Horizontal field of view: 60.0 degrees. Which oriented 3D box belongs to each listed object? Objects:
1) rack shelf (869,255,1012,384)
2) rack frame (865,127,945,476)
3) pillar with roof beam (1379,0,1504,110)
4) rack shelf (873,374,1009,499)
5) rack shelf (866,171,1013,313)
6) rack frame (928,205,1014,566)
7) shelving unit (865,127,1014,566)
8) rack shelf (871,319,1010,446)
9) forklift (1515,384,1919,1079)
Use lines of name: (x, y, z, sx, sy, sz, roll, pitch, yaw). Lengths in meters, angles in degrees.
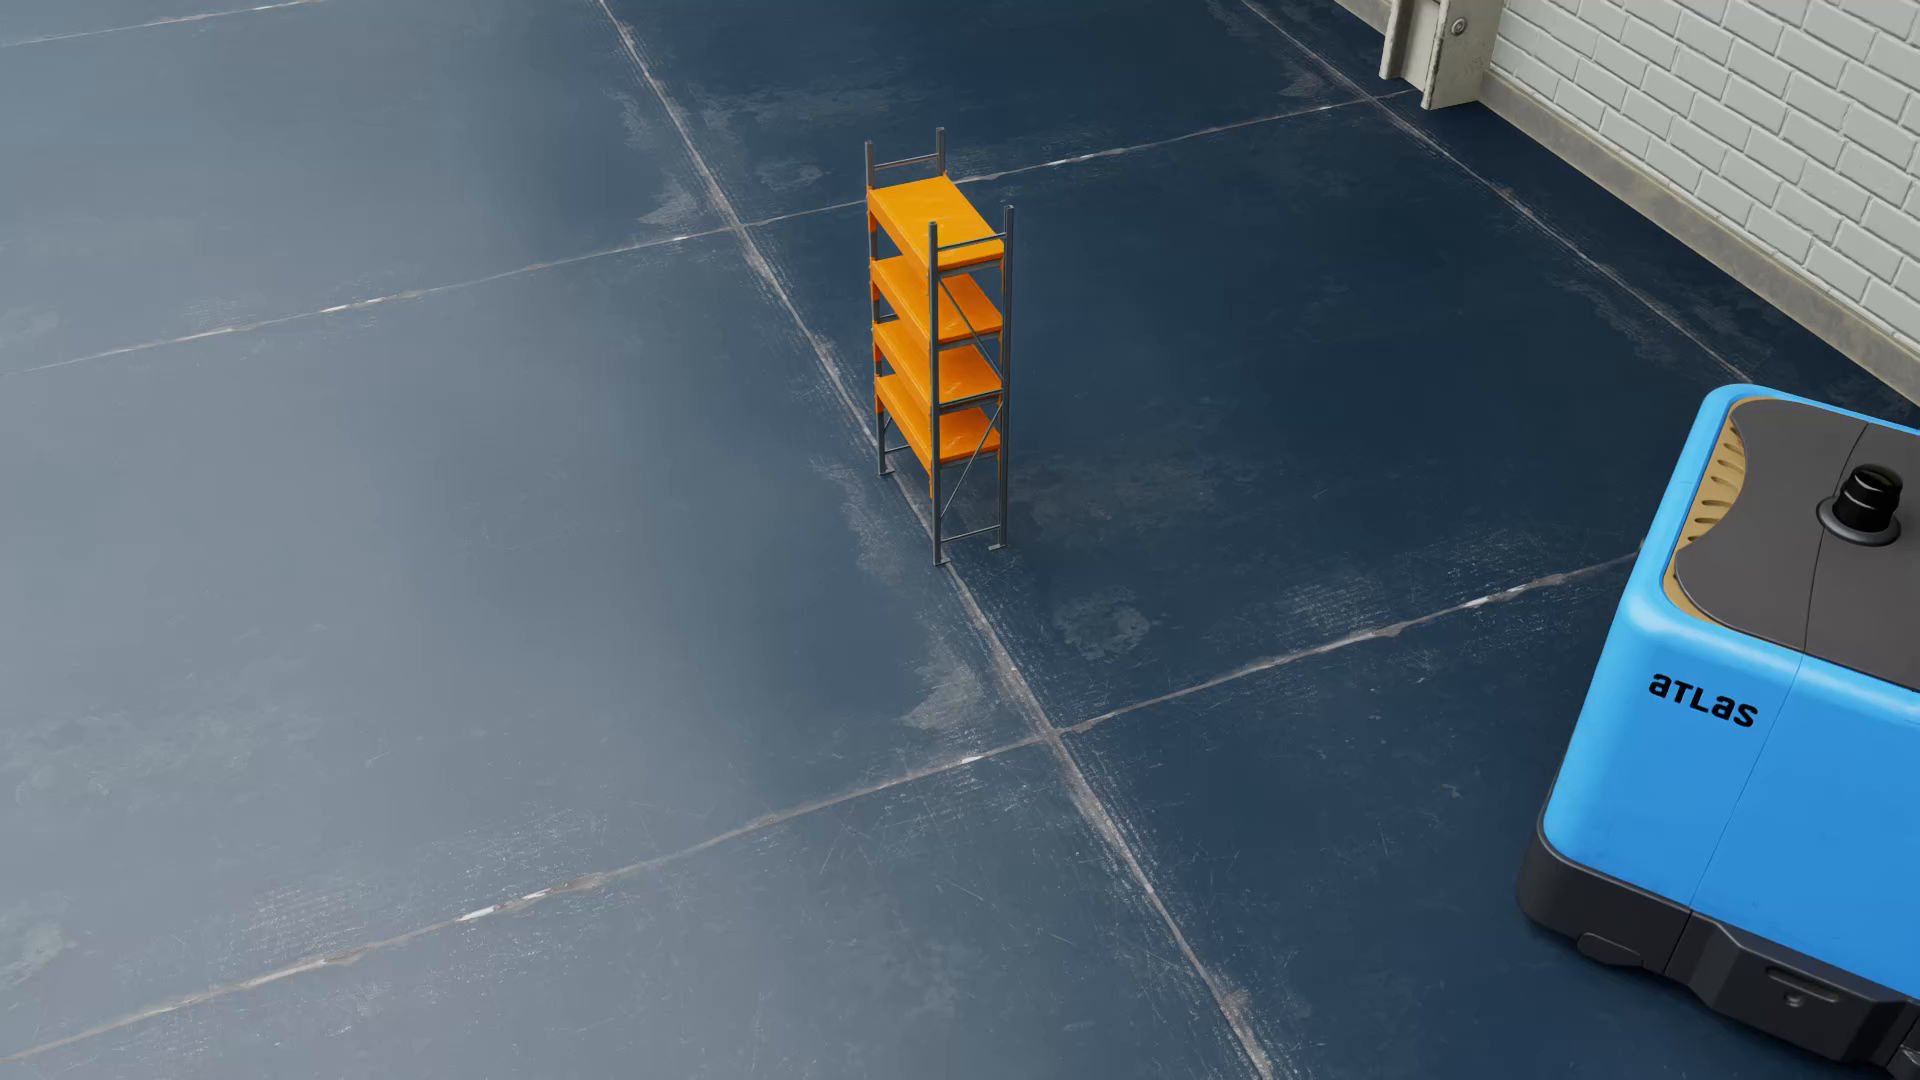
rack shelf: (-0.063, -0.673, 4.873, 0.258, 0.148, 0.480, -15, 43, -17)
rack frame: (-0.157, -0.702, 5.146, 0.240, 1.200, 0.015, -15, 43, -17)
pillar with roof beam: (-1.803, -4.434, 3.505, 9.100, 9.000, 0.400, -15, 43, -17)
rack shelf: (-0.063, -0.353, 5.148, 0.258, 0.148, 0.480, -15, 43, -17)
rack shelf: (-0.063, -0.853, 4.719, 0.258, 0.148, 0.480, -15, 43, -17)
rack frame: (0.030, -0.408, 4.804, 0.240, 1.200, 0.015, -15, 43, -17)
shelving unit: (-0.063, -0.555, 4.975, 0.258, 1.200, 0.503, -15, 43, -17)
rack shelf: (-0.063, -0.504, 5.019, 0.258, 0.148, 0.480, -15, 43, -17)
forklift: (2.910, 0.053, 2.941, 3.031, 2.935, 1.130, 21, 45, 22)
